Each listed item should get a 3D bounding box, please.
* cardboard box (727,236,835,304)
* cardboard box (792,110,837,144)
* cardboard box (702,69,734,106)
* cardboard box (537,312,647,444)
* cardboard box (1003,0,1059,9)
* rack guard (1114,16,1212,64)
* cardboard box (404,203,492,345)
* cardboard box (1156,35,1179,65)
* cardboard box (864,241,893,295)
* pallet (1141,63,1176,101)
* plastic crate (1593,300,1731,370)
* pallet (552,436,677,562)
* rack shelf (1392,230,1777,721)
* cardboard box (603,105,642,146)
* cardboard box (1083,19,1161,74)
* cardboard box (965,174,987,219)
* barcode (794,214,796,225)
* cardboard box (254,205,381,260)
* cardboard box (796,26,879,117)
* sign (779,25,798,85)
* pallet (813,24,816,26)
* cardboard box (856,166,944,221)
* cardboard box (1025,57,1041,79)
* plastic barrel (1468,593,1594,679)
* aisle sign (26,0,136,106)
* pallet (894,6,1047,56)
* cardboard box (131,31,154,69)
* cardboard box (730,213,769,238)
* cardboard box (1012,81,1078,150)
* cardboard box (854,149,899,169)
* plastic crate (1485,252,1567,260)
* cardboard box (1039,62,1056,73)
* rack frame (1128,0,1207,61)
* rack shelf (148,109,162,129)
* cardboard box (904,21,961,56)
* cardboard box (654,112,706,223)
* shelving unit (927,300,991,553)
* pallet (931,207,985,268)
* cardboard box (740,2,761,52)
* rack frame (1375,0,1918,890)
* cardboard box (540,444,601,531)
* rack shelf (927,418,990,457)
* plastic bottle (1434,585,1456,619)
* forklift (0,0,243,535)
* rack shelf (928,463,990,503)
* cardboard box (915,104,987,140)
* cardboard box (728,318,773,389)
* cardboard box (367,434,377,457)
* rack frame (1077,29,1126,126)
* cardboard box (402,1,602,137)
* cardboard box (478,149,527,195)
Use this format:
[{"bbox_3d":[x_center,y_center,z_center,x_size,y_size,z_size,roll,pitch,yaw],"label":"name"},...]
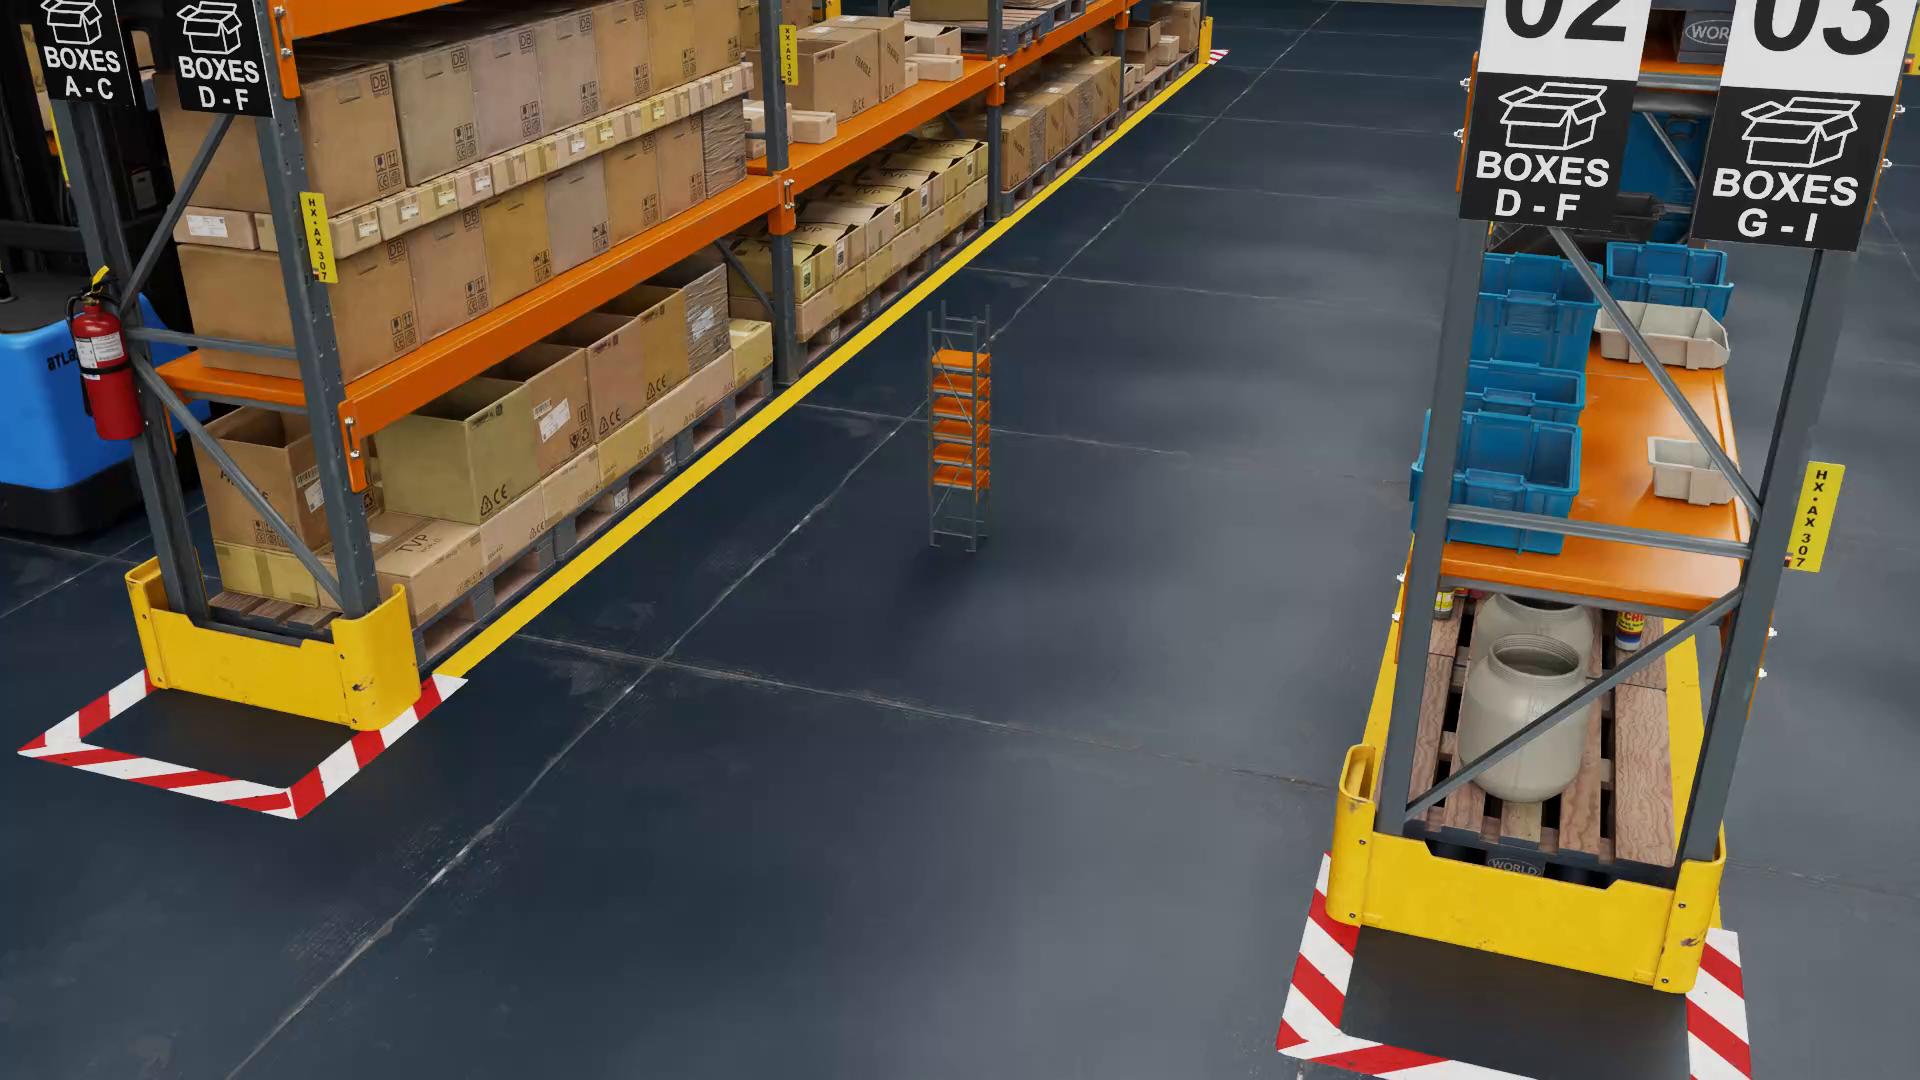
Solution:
[{"bbox_3d":[-1.116,-1.722,10.393,0.500,0.311,0.500,9,27,18],"label":"cardboard box"},{"bbox_3d":[-1.000,-2.605,10.477,0.380,0.149,0.250,9,27,17],"label":"cardboard box"},{"bbox_3d":[-1.461,-2.477,9.064,0.380,0.149,0.250,8,27,16],"label":"cardboard box"},{"bbox_3d":[-1.929,-0.833,8.342,0.500,0.500,0.500,9,27,17],"label":"cardboard box"},{"bbox_3d":[0.431,-4.885,14.301,0.700,0.500,0.500,14,29,27],"label":"cardboard box"},{"bbox_3d":[2.480,-6.159,20.397,1.175,0.500,0.348,9,27,17],"label":"rack guard"},{"bbox_3d":[-2.482,-1.192,7.155,0.700,0.500,0.500,9,27,19],"label":"cardboard box"},{"bbox_3d":[2.212,-5.631,19.088,0.500,0.250,0.500,9,27,17],"label":"cardboard box"},{"bbox_3d":[-0.779,-1.888,11.382,0.500,0.250,0.500,8,27,16],"label":"cardboard box"},{"bbox_3d":[1.808,-5.202,18.751,1.003,0.211,1.213,9,27,17],"label":"pallet"},{"bbox_3d":[2.880,-0.841,6.848,0.530,0.136,0.437,9,27,17],"label":"plastic crate"},{"bbox_3d":[-2.197,-0.305,8.638,1.003,0.211,1.213,9,27,17],"label":"pallet"},{"bbox_3d":[2.516,-0.518,6.704,1.077,0.370,4.000,9,27,17],"label":"rack shelf"},{"bbox_3d":[-1.801,-2.057,8.196,0.380,0.149,0.250,10,27,19],"label":"cardboard box"},{"bbox_3d":[1.794,-5.519,18.566,0.797,0.503,0.637,9,27,17],"label":"cardboard box"},{"bbox_3d":[-0.102,-2.728,13.115,0.500,0.250,0.500,9,27,19],"label":"cardboard box"},{"bbox_3d":[-1.011,-1.934,10.063,0.001,0.075,0.075,9,27,17],"label":"barcode"},{"bbox_3d":[-2.486,-1.207,6.442,0.380,0.149,0.250,9,27,17],"label":"cardboard box"},{"bbox_3d":[-0.875,-3.165,11.229,0.500,0.500,0.500,9,27,18],"label":"cardboard box"},{"bbox_3d":[-0.964,-2.729,9.361,0.100,0.325,0.005,9,27,17],"label":"sign"},{"bbox_3d":[-2.360,-6.437,21.303,1.003,0.211,1.213,9,27,17],"label":"pallet"},{"bbox_3d":[-0.437,-2.559,12.123,0.500,0.311,0.500,9,27,17],"label":"cardboard box"},{"bbox_3d":[0.451,-4.508,15.621,0.500,0.250,0.500,9,27,18],"label":"cardboard box"},{"bbox_3d":[2.164,0.423,6.308,0.421,0.512,0.421,0,26,0],"label":"plastic barrel"},{"bbox_3d":[-3.118,-1.926,5.802,0.394,0.787,0.004,9,27,17],"label":"aisle sign"},{"bbox_3d":[0.002,-4.230,13.765,1.213,0.211,1.003,9,27,17],"label":"pallet"},{"bbox_3d":[-5.959,-3.548,11.516,0.700,0.500,0.500,9,27,18],"label":"cardboard box"},{"bbox_3d":[-1.456,-2.011,10.990,0.500,0.311,0.500,10,27,19],"label":"cardboard box"},{"bbox_3d":[0.773,-3.883,15.191,0.500,0.500,0.500,8,27,16],"label":"cardboard box"},{"bbox_3d":[-0.775,-2.842,12.707,0.500,0.311,0.500,8,27,16],"label":"cardboard box"},{"bbox_3d":[2.464,-1.052,7.224,0.450,0.188,0.662,9,27,17],"label":"plastic crate"},{"bbox_3d":[0.616,-4.360,16.177,0.500,0.500,0.500,9,27,18],"label":"cardboard box"},{"bbox_3d":[2.505,-7.315,19.917,1.000,3.000,0.127,9,27,17],"label":"rack frame"},{"bbox_3d":[-5.495,-3.599,13.067,1.077,0.370,4.000,9,27,17],"label":"rack shelf"},{"bbox_3d":[-0.319,-3.845,12.851,0.500,0.311,0.500,11,28,21],"label":"cardboard box"},{"bbox_3d":[-1.799,-2.028,8.882,0.700,0.500,0.500,8,27,17],"label":"cardboard box"},{"bbox_3d":[-0.005,-0.534,7.976,0.258,1.200,0.189,9,27,17],"label":"shelving unit"},{"bbox_3d":[-0.468,-2.440,13.047,1.003,0.211,1.213,9,27,17],"label":"pallet"},{"bbox_3d":[-2.810,-6.161,19.920,0.700,0.500,0.500,9,27,19],"label":"cardboard box"},{"bbox_3d":[1.851,-0.020,4.850,1.000,3.000,0.127,9,27,17],"label":"rack frame"},{"bbox_3d":[-2.101,-0.291,8.083,0.500,0.250,0.500,9,27,17],"label":"cardboard box"},{"bbox_3d":[-0.005,-0.494,7.996,0.258,0.103,0.180,9,27,17],"label":"rack shelf"},{"bbox_3d":[2.048,0.223,7.054,0.097,0.201,0.097,0,26,0],"label":"plastic bottle"},{"bbox_3d":[-4.356,-1.962,8.939,1.130,2.935,3.031,8,27,16],"label":"forklift"},{"bbox_3d":[-0.005,-0.278,8.100,0.258,0.103,0.180,9,27,17],"label":"rack shelf"},{"bbox_3d":[-0.067,-3.519,14.440,0.500,0.500,0.500,10,28,19],"label":"cardboard box"},{"bbox_3d":[-1.436,-1.113,9.780,0.500,0.250,0.500,9,27,17],"label":"cardboard box"},{"bbox_3d":[-2.602,-0.706,8.079,0.500,0.500,0.500,9,27,17],"label":"cardboard box"},{"bbox_3d":[1.174,-5.672,16.522,1.000,3.000,0.127,9,27,17],"label":"rack frame"},{"bbox_3d":[-2.131,-2.211,7.771,0.700,0.500,0.500,9,27,17],"label":"cardboard box"},{"bbox_3d":[-2.144,-1.632,7.319,0.380,0.149,0.250,8,27,16],"label":"cardboard box"}]
